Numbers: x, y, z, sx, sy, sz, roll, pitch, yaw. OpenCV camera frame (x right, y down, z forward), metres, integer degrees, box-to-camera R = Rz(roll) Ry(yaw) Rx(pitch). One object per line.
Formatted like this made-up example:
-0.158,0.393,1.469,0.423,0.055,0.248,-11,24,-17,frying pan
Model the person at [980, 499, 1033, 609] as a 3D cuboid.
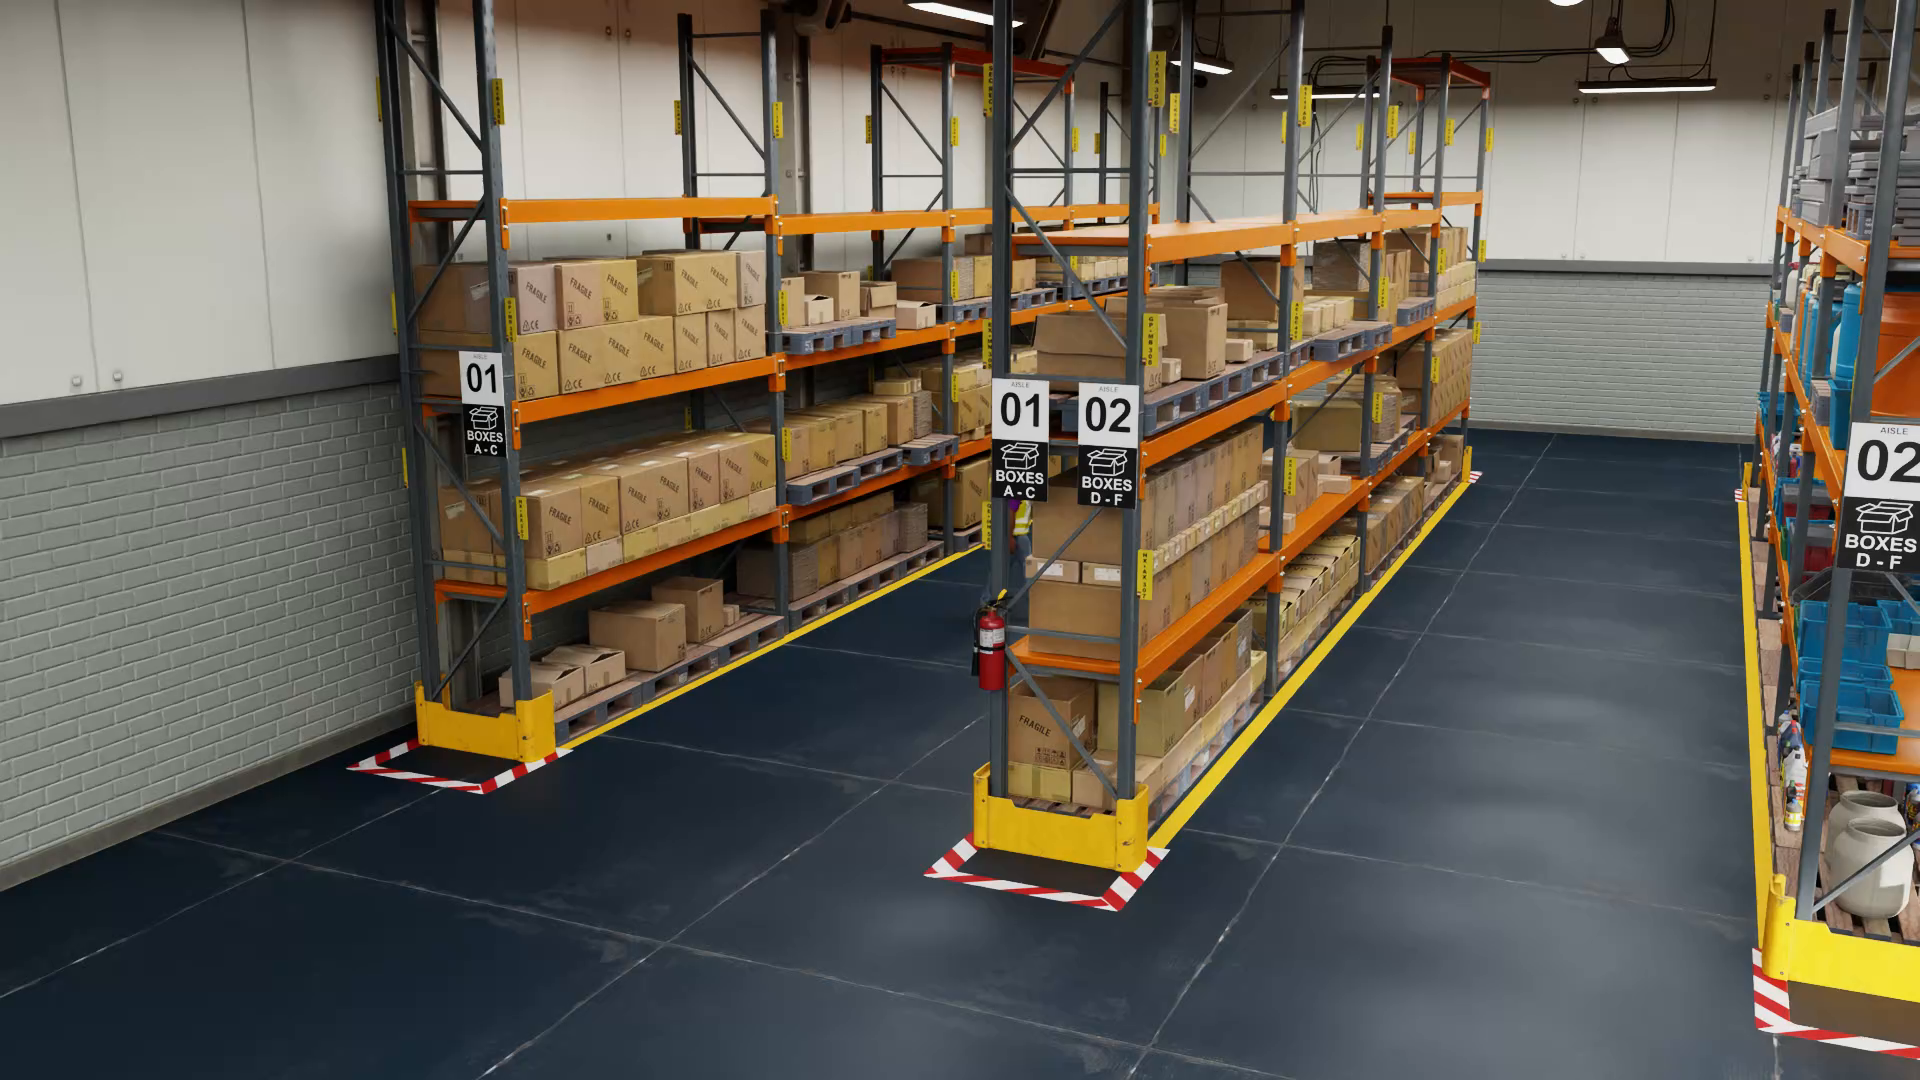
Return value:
0.688,-0.085,17.301,0.959,1.717,0.640,0,12,1,person
